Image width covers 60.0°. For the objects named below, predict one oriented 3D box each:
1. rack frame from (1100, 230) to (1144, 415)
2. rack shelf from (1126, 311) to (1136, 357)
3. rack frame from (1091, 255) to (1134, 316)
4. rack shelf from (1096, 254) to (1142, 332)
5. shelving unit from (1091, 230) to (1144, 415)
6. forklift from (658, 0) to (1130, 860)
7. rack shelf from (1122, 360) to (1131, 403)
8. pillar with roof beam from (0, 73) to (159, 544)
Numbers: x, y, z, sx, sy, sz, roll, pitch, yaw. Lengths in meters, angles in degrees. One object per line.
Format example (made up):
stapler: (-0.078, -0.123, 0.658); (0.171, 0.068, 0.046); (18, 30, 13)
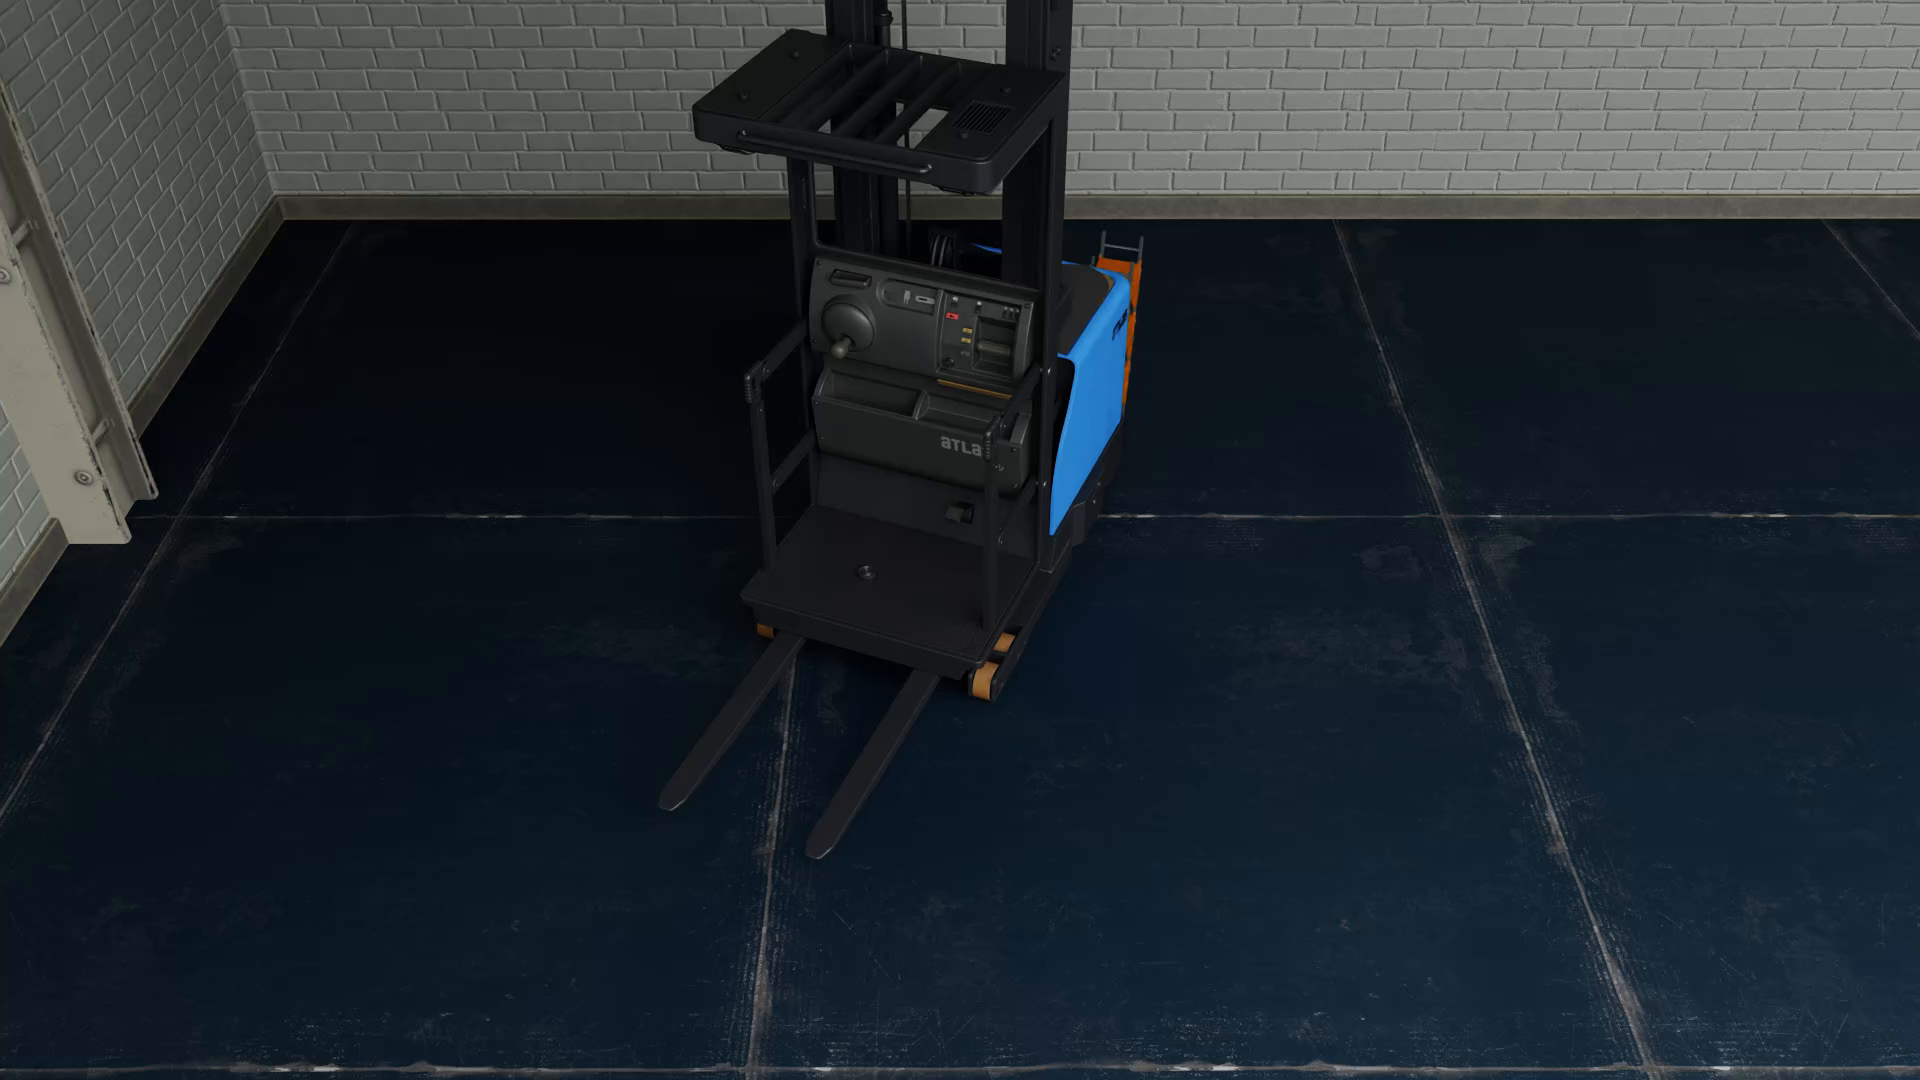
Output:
rack frame: (0.756, -1.043, 8.207); (0.200, 1.050, 0.008); (11, 40, 11)
rack shelf: (0.724, -0.961, 8.122); (0.215, 0.259, 0.240); (11, 40, 11)
rack frame: (0.693, -0.896, 8.023); (0.200, 1.050, 0.008); (11, 40, 11)
rack shelf: (0.732, -1.181, 7.942); (0.215, 0.259, 0.240); (11, 40, 11)
shelving unit: (0.724, -0.970, 8.115); (0.215, 1.050, 0.252); (11, 40, 11)
forklift: (-0.239, -0.779, 6.378); (1.130, 2.935, 3.031); (14, 41, 17)
rack shelf: (0.716, -0.746, 8.297); (0.215, 0.259, 0.240); (11, 40, 11)
pillar with roof beam: (0.281, -3.622, 5.074); (9.100, 9.000, 0.400); (0, 39, 0)
